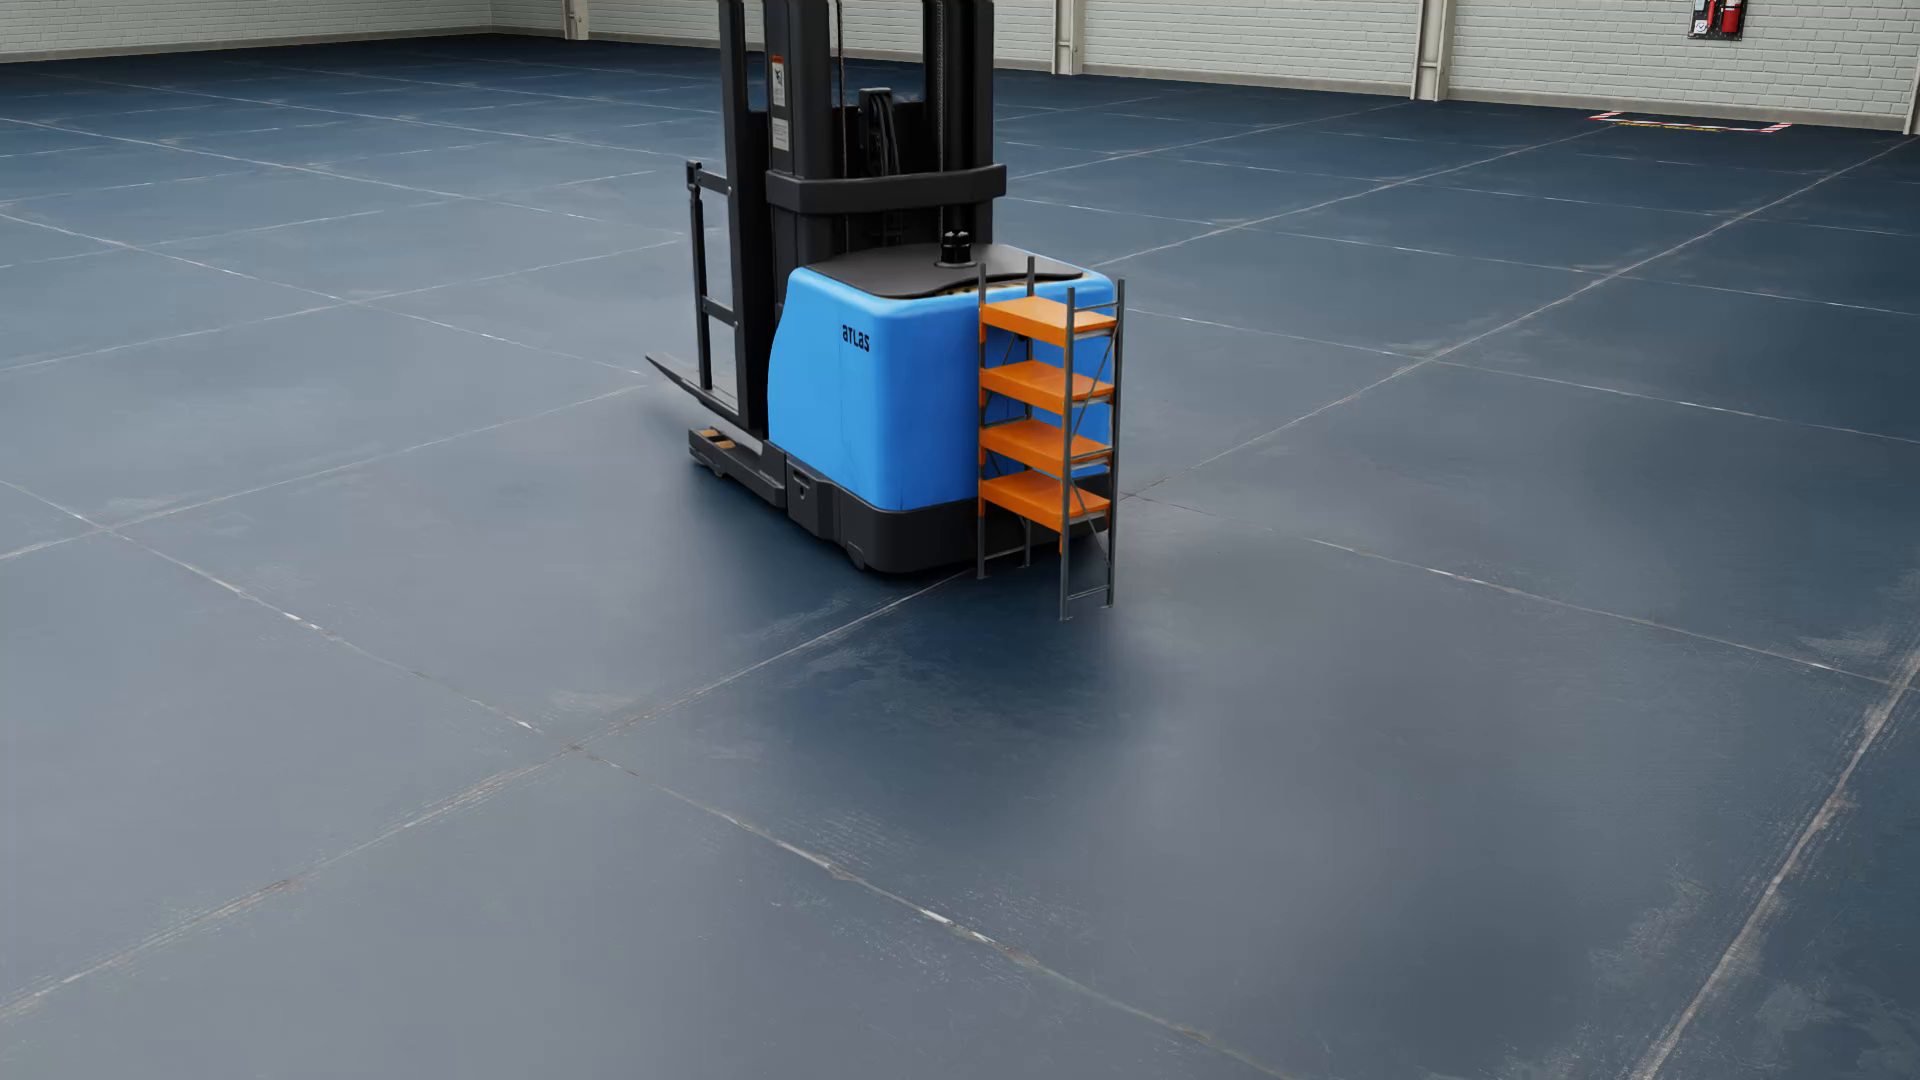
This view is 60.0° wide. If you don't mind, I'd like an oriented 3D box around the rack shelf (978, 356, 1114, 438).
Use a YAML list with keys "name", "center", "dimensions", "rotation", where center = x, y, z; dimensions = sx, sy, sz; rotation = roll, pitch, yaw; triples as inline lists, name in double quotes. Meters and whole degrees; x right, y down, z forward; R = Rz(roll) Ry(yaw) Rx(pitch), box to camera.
- name: "rack shelf"
  center: [0.311, -0.511, 5.880]
  dimensions: [0.258, 0.148, 0.480]
  rotation: [-14, 25, -34]

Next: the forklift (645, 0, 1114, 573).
- name: "forklift"
  center: [-0.575, -1.722, 7.080]
  dimensions: [1.130, 2.935, 3.031]
  rotation: [-12, 24, -28]

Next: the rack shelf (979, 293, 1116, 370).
- name: "rack shelf"
  center: [0.311, -0.733, 5.797]
  dimensions: [0.258, 0.148, 0.480]
  rotation: [-14, 25, -34]

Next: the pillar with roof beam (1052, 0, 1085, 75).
- name: "pillar with roof beam"
  center: [-1.042, -10.328, 21.302]
  dimensions: [0.400, 9.000, 9.100]
  rotation: [16, 26, 36]

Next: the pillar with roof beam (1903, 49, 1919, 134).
- name: "pillar with roof beam"
  center: [8.255, -7.651, 14.203]
  dimensions: [0.400, 9.000, 9.100]
  rotation: [16, 26, 36]

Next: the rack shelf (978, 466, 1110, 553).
- name: "rack shelf"
  center: [0.311, -0.116, 6.029]
  dimensions: [0.258, 0.148, 0.480]
  rotation: [-14, 25, -34]

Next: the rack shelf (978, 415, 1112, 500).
- name: "rack shelf"
  center: [0.311, -0.302, 5.959]
  dimensions: [0.258, 0.148, 0.480]
  rotation: [-14, 25, -34]

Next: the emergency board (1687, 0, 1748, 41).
- name: "emergency board"
  center: [9.087, -6.582, 19.872]
  dimensions: [0.643, 1.169, 0.194]
  rotation: [16, 26, 36]

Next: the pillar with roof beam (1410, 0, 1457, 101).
- name: "pillar with roof beam"
  center: [3.607, -8.989, 17.753]
  dimensions: [0.400, 9.000, 9.100]
  rotation: [16, 26, 36]

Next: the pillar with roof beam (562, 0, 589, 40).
- name: "pillar with roof beam"
  center: [-10.338, -13.005, 28.402]
  dimensions: [0.400, 9.000, 9.100]
  rotation: [16, 26, 36]

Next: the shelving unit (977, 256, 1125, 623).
- name: "shelving unit"
  center: [0.311, -0.365, 5.935]
  dimensions: [0.258, 1.200, 0.503]
  rotation: [-14, 25, -34]

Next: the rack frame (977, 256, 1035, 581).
- name: "rack frame"
  center: [0.167, -0.434, 6.120]
  dimensions: [0.240, 1.200, 0.015]
  rotation: [-14, 25, -34]

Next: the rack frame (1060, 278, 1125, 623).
- name: "rack frame"
  center: [0.455, -0.295, 5.751]
  dimensions: [0.240, 1.200, 0.015]
  rotation: [-14, 25, -34]

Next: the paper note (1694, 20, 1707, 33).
- name: "paper note"
  center: [8.993, -6.228, 20.182]
  dimensions: [0.142, 0.148, 0.016]
  rotation: [16, 26, 36]
